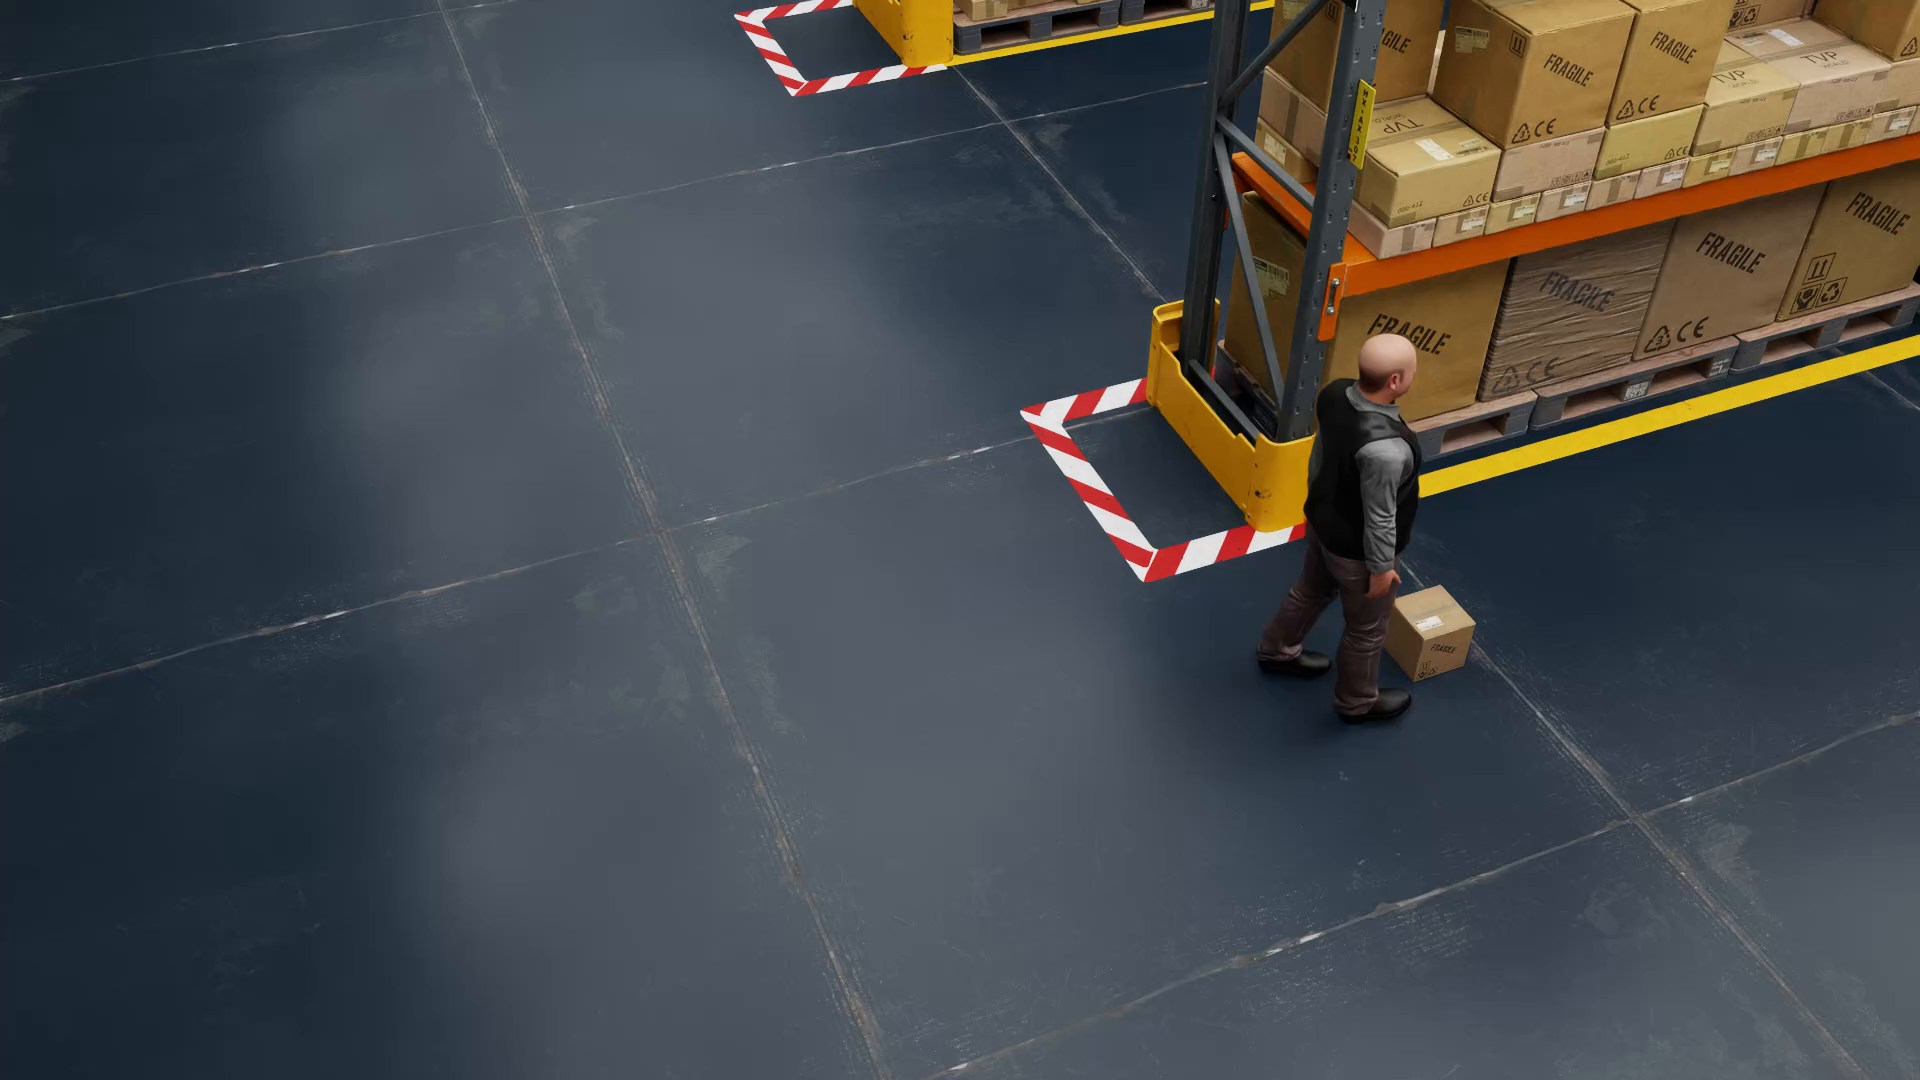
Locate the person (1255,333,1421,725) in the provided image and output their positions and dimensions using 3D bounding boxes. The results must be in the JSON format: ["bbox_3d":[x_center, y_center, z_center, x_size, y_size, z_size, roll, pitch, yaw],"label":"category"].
[{"bbox_3d":[1.514,-0.027,6.203,0.550,1.725,0.562,-7,42,-8],"label":"person"}]
